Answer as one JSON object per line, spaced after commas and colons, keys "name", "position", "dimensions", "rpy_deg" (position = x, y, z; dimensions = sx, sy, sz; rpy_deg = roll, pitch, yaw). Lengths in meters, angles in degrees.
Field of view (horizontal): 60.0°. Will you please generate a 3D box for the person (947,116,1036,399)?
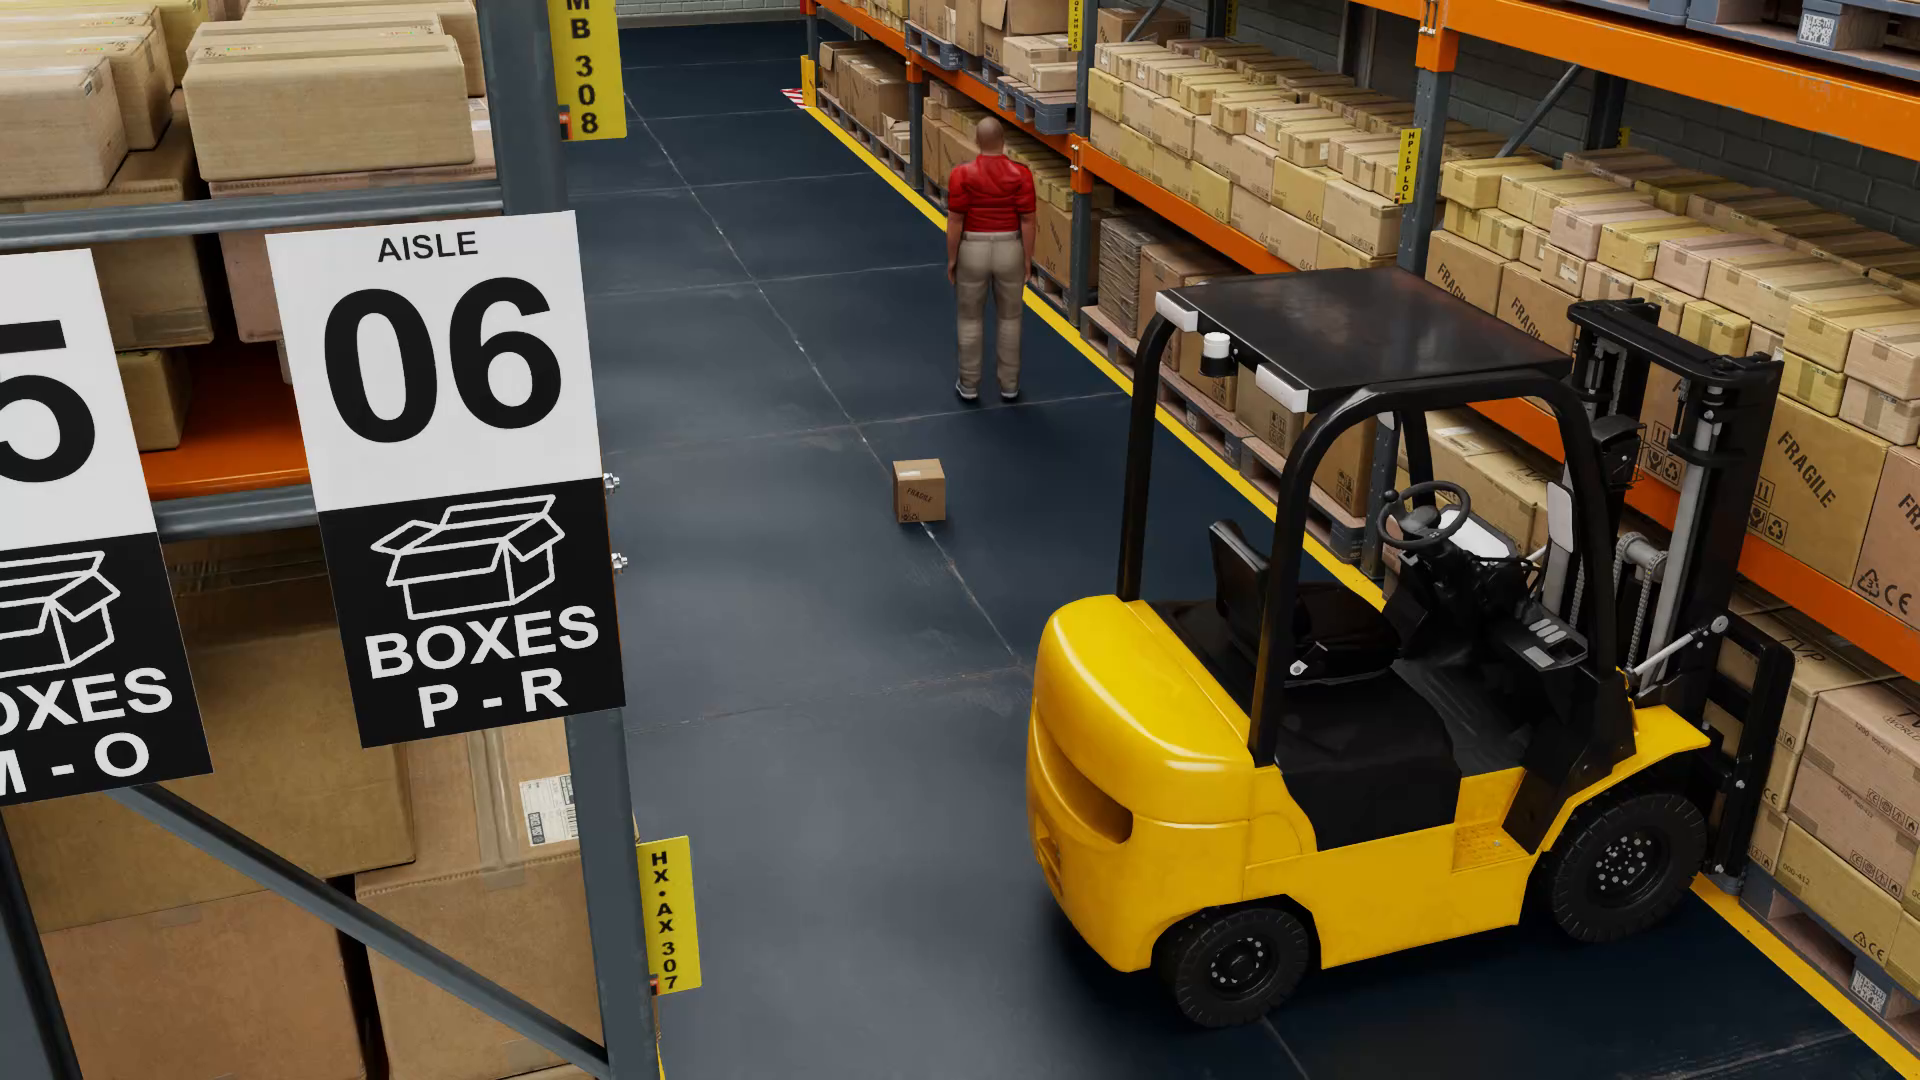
{"name": "person", "position": [0.185, -1.697, 10.032], "dimensions": [0.532, 1.726, 0.380], "rpy_deg": [-1, 26, -2]}
